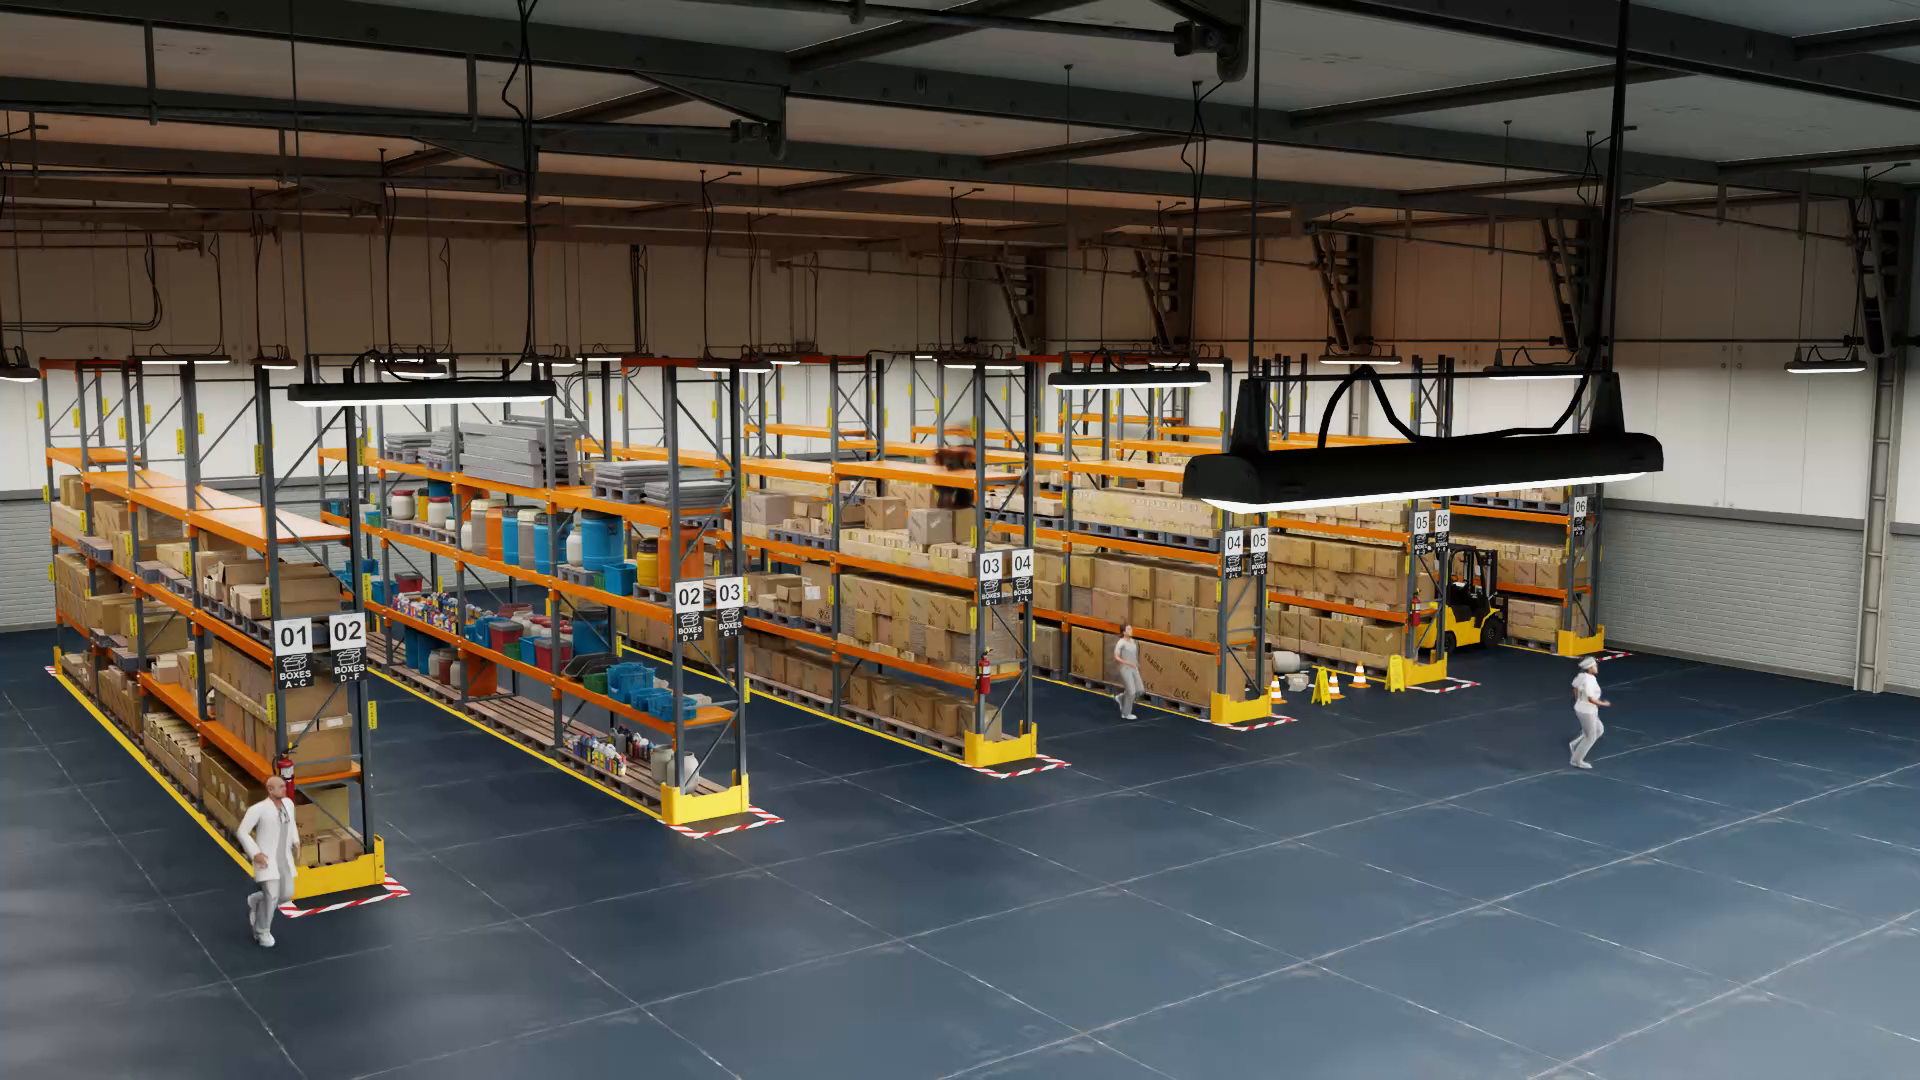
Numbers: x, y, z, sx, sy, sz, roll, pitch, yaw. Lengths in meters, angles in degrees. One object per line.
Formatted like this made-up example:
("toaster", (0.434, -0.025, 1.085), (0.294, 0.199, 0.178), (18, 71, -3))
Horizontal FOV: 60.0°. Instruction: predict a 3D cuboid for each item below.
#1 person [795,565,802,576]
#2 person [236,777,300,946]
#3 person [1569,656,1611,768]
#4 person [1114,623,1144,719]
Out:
("person", (-3.966, 0.313, 42.831), (0.914, 1.780, 0.682), (-4, 8, -30))
("person", (-7.347, 3.373, 17.719), (0.614, 1.717, 0.759), (4, 8, 28))
("person", (9.352, 2.547, 24.666), (0.537, 1.671, 0.624), (1, 7, 9))
("person", (2.803, 2.188, 27.824), (0.584, 1.621, 0.561), (7, 10, 44))
